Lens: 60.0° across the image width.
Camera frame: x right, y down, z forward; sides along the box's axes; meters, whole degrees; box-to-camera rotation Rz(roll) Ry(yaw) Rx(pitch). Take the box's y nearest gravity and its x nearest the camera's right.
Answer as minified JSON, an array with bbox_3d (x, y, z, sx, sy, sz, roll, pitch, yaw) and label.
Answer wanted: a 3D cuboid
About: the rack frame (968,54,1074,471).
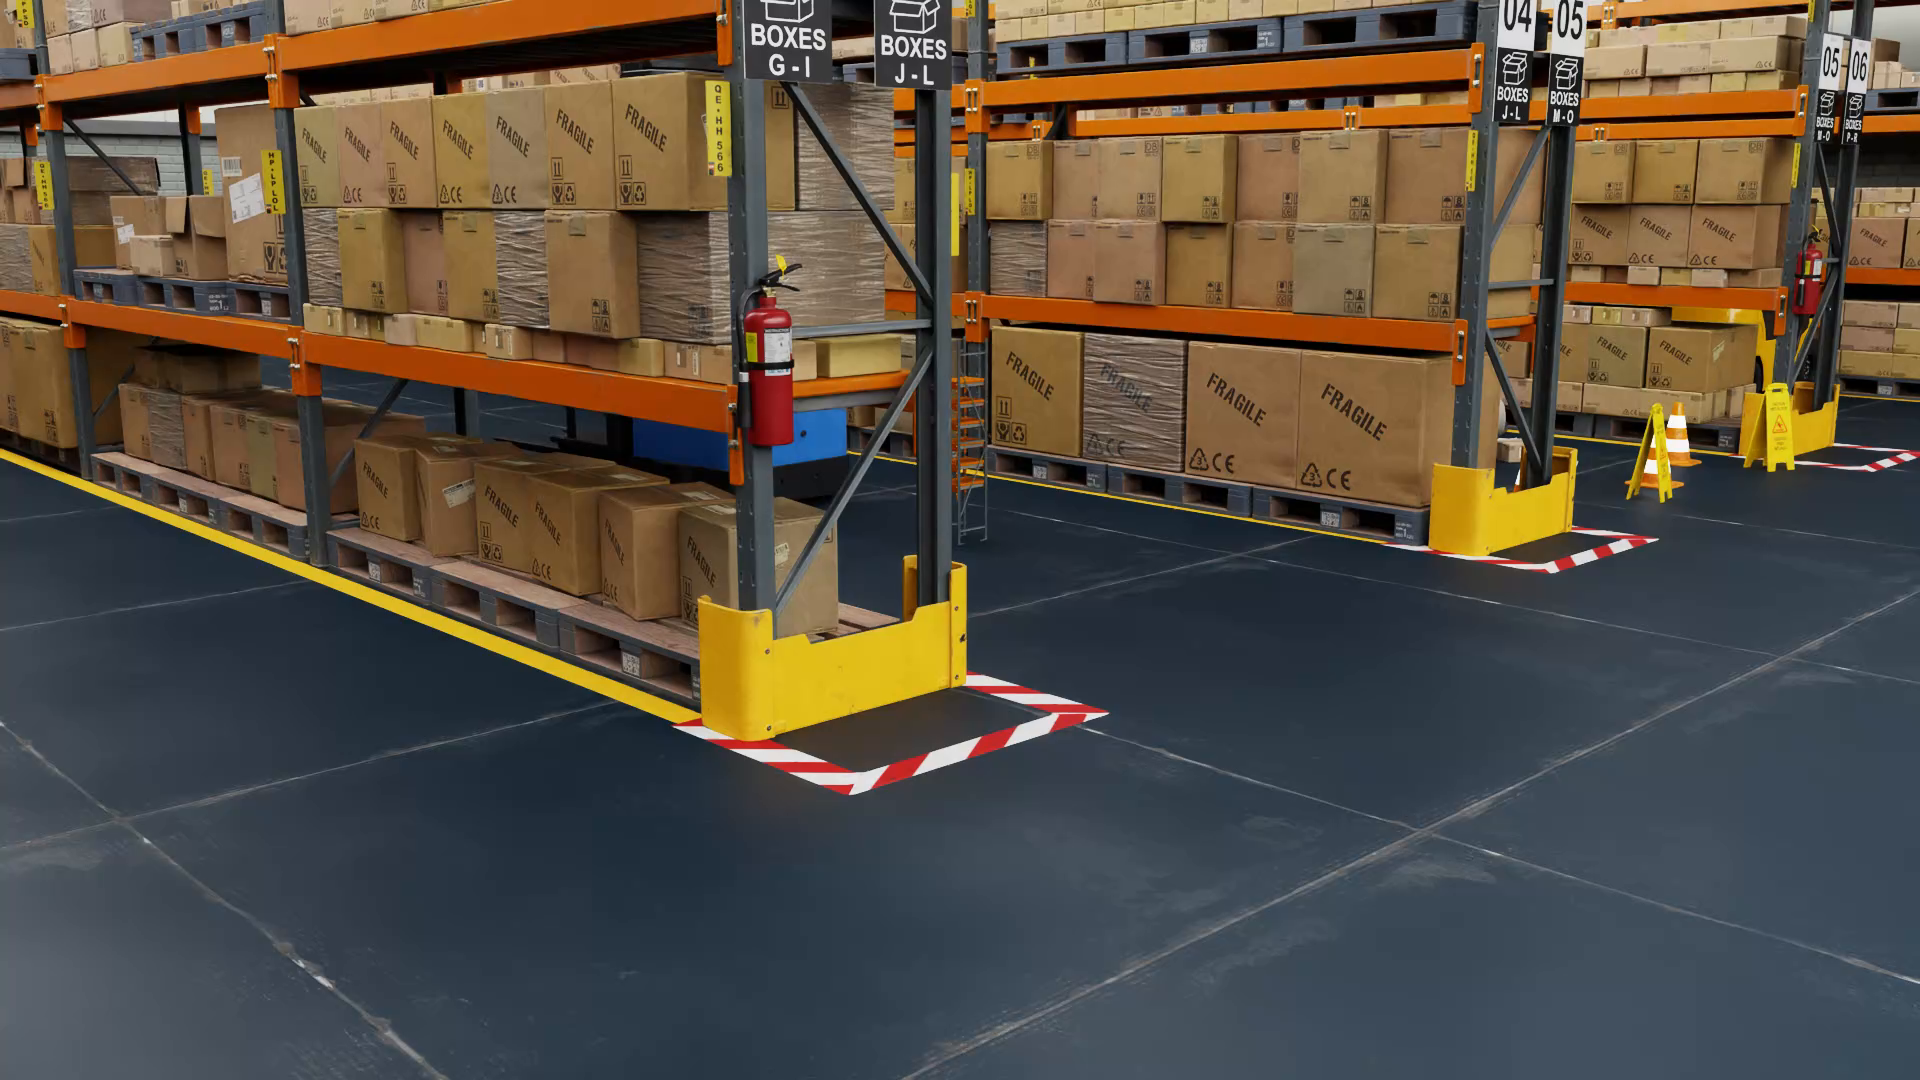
[{"bbox_3d":[0.460,-2.063,12.491,1.000,3.000,0.127,-11,16,-43],"label":"rack frame"}]

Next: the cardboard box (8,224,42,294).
[{"bbox_3d":[-6.820,-2.130,12.570,0.500,0.500,0.500,-11,16,-43],"label":"cardboard box"}]

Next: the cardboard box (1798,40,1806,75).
[{"bbox_3d":[6.578,-3.836,13.296,0.500,0.250,0.500,-11,16,-44],"label":"cardboard box"}]

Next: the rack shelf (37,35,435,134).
[{"bbox_3d":[-4.578,-2.795,10.394,1.077,0.370,4.000,-11,16,-43],"label":"rack shelf"}]

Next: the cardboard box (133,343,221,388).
[{"bbox_3d":[-5.475,-1.235,11.719,0.500,0.250,0.500,-10,15,-40],"label":"cardboard box"}]

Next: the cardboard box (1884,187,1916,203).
[{"bbox_3d":[9.527,-3.477,16.763,0.380,0.149,0.250,-10,16,-41],"label":"cardboard box"}]

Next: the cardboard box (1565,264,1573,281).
[{"bbox_3d":[5.278,-2.311,14.318,0.380,0.149,0.250,-11,16,-43],"label":"cardboard box"}]

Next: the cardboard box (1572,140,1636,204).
[{"bbox_3d":[5.451,-3.047,13.805,0.700,0.500,0.500,-11,16,-43],"label":"cardboard box"}]

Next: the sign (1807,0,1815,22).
[{"bbox_3d":[6.317,-4.012,12.324,0.100,0.325,0.005,-11,16,-43],"label":"sign"}]

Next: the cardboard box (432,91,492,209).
[{"bbox_3d":[-2.026,-1.753,7.521,0.500,0.500,0.500,-11,16,-43],"label":"cardboard box"}]

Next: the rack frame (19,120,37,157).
[{"bbox_3d":[-8.722,-2.554,14.874,1.000,3.000,0.127,-11,16,-43],"label":"rack frame"}]

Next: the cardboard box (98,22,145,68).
[{"bbox_3d":[-5.103,-3.113,10.527,0.500,0.250,0.500,-10,16,-41],"label":"cardboard box"}]

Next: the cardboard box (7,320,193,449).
[{"bbox_3d":[-6.421,-1.239,12.716,0.875,0.875,1.225,11,16,43],"label":"cardboard box"}]

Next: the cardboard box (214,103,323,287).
[{"bbox_3d":[-3.645,-2.021,9.762,1.000,1.000,1.000,-11,16,-42],"label":"cardboard box"}]

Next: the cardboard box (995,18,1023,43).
[{"bbox_3d":[0.465,-3.563,11.673,0.380,0.149,0.250,-11,16,-43],"label":"cardboard box"}]

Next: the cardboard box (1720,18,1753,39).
[{"bbox_3d":[6.135,-3.972,12.968,0.380,0.149,0.250,-11,16,-42],"label":"cardboard box"}]

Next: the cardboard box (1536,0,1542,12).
[{"bbox_3d":[3.217,-3.175,9.787,0.380,0.149,0.250,-11,16,-42],"label":"cardboard box"}]

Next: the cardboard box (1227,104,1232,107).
[{"bbox_3d":[3.624,-5.942,22.532,0.380,0.149,0.250,-11,16,-44],"label":"cardboard box"}]

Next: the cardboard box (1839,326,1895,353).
[{"bbox_3d":[9.419,-2.082,17.117,0.500,0.250,0.500,-11,16,-43],"label":"cardboard box"}]

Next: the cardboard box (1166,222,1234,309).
[{"bbox_3d":[1.846,-1.848,11.078,0.875,0.550,0.500,-11,16,-43],"label":"cardboard box"}]

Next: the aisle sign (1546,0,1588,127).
[{"bbox_3d":[3.488,-2.784,9.548,0.394,0.787,0.004,-11,16,-43],"label":"aisle sign"}]

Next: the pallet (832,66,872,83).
[{"bbox_3d":[-1.045,-3.774,13.830,1.003,0.211,1.213,-10,15,-40],"label":"pallet"}]

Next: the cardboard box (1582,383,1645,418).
[{"bbox_3d":[5.628,-1.200,14.075,0.500,0.250,0.500,-11,16,-42],"label":"cardboard box"}]

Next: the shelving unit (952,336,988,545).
[{"bbox_3d":[0.010,-0.586,9.780,0.258,1.200,0.189,-11,16,-43],"label":"shelving unit"}]

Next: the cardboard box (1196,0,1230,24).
[{"bbox_3d":[1.695,-3.304,10.414,0.380,0.149,0.250,-11,16,-42],"label":"cardboard box"}]

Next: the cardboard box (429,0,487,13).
[{"bbox_3d":[-1.997,-2.454,7.329,0.500,0.250,0.500,-11,16,-44],"label":"cardboard box"}]

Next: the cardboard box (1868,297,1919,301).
[{"bbox_3d":[9.777,-2.394,17.391,0.500,0.250,0.500,-11,16,-42],"label":"cardboard box"}]

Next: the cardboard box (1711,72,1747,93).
[{"bbox_3d":[6.088,-3.575,13.017,0.380,0.149,0.250,-11,16,-42],"label":"cardboard box"}]

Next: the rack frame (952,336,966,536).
[{"bbox_3d":[-0.053,-0.599,9.845,0.240,1.200,0.006,-11,16,-43],"label":"rack frame"}]

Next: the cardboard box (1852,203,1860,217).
[{"bbox_3d":[9.163,-3.404,17.144,0.250,0.149,0.380,11,16,43],"label":"cardboard box"}]

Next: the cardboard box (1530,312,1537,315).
[{"bbox_3d":[5.279,-1.796,15.112,0.500,0.500,0.500,-10,15,-40],"label":"cardboard box"}]

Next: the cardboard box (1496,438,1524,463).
[{"bbox_3d":[4.367,-0.697,12.926,0.380,0.149,0.250,-3,12,-13],"label":"cardboard box"}]

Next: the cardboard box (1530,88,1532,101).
[{"bbox_3d":[4.835,-3.833,14.274,0.380,0.149,0.250,-11,16,-44],"label":"cardboard box"}]

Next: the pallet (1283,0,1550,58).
[{"bbox_3d":[2.702,-3.012,9.882,1.003,0.211,1.213,-11,16,-43],"label":"pallet"}]

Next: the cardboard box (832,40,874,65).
[{"bbox_3d":[-0.910,-3.968,13.237,0.500,0.311,0.500,11,16,43],"label":"cardboard box"}]

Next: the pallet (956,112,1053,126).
[{"bbox_3d":[0.725,-4.814,18.880,1.213,0.211,1.003,-10,15,-40],"label":"pallet"}]

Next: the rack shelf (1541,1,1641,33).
[{"bbox_3d":[6.176,-6.142,20.195,1.077,0.370,4.000,-11,16,-43],"label":"rack shelf"}]

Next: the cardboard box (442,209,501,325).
[{"bbox_3d":[-1.878,-1.291,7.761,0.875,0.500,0.500,-11,16,-43],"label":"cardboard box"}]

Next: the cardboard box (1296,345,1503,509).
[{"bbox_3d":[2.706,-0.734,10.265,0.875,0.875,0.875,-11,16,-42],"label":"cardboard box"}]

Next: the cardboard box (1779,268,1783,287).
[{"bbox_3d":[6.648,-2.139,13.483,0.380,0.149,0.250,-11,16,-42],"label":"cardboard box"}]

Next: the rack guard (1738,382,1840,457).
[{"bbox_3d":[6.680,-0.970,13.383,1.175,0.500,0.348,-11,16,-43],"label":"rack guard"}]

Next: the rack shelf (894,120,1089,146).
[{"bbox_3d":[-0.173,-4.760,19.931,1.077,0.370,4.000,-11,16,-43],"label":"rack shelf"}]

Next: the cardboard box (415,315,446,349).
[{"bbox_3d":[-2.385,-1.011,8.008,0.380,0.149,0.250,-11,16,-43],"label":"cardboard box"}]

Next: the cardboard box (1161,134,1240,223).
[{"bbox_3d":[1.799,-2.368,10.925,0.875,0.550,0.500,-11,16,-43],"label":"cardboard box"}]

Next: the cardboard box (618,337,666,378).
[{"bbox_3d":[-1.163,-0.758,6.781,0.380,0.149,0.250,-11,16,-43],"label":"cardboard box"}]

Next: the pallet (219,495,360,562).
[{"bbox_3d":[-3.736,-0.134,10.039,1.003,0.211,1.213,-11,16,-43],"label":"pallet"}]

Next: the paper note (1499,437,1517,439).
[{"bbox_3d":[4.592,-0.850,13.962,0.148,0.019,0.142,6,13,26],"label":"paper note"}]

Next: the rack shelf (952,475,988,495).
[{"bbox_3d":[0.010,-0.307,9.838,0.258,0.103,0.180,-11,16,-43],"label":"rack shelf"}]

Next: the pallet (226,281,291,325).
[{"bbox_3d":[-3.620,-1.424,9.867,1.003,0.211,1.213,-11,16,-43],"label":"pallet"}]

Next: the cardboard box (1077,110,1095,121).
[{"bbox_3d":[1.479,-4.648,17.936,0.396,0.266,0.258,-11,16,-43],"label":"cardboard box"}]

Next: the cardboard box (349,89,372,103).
[{"bbox_3d":[-6.660,-5.129,19.074,0.500,0.250,0.500,11,16,43],"label":"cardboard box"}]

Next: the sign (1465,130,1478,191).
[{"bbox_3d":[2.820,-2.089,9.159,0.100,0.325,0.005,-11,16,-43],"label":"sign"}]

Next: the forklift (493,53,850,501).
[{"bbox_3d":[-2.173,-1.831,11.535,3.031,2.935,1.130,10,16,41],"label":"forklift"}]

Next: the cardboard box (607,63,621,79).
[{"bbox_3d":[-2.881,-4.213,15.244,0.500,0.500,0.500,-11,16,-43],"label":"cardboard box"}]

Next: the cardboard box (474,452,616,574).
[{"bbox_3d":[-2.063,-0.142,8.320,0.500,0.500,0.500,10,15,40],"label":"cardboard box"}]
